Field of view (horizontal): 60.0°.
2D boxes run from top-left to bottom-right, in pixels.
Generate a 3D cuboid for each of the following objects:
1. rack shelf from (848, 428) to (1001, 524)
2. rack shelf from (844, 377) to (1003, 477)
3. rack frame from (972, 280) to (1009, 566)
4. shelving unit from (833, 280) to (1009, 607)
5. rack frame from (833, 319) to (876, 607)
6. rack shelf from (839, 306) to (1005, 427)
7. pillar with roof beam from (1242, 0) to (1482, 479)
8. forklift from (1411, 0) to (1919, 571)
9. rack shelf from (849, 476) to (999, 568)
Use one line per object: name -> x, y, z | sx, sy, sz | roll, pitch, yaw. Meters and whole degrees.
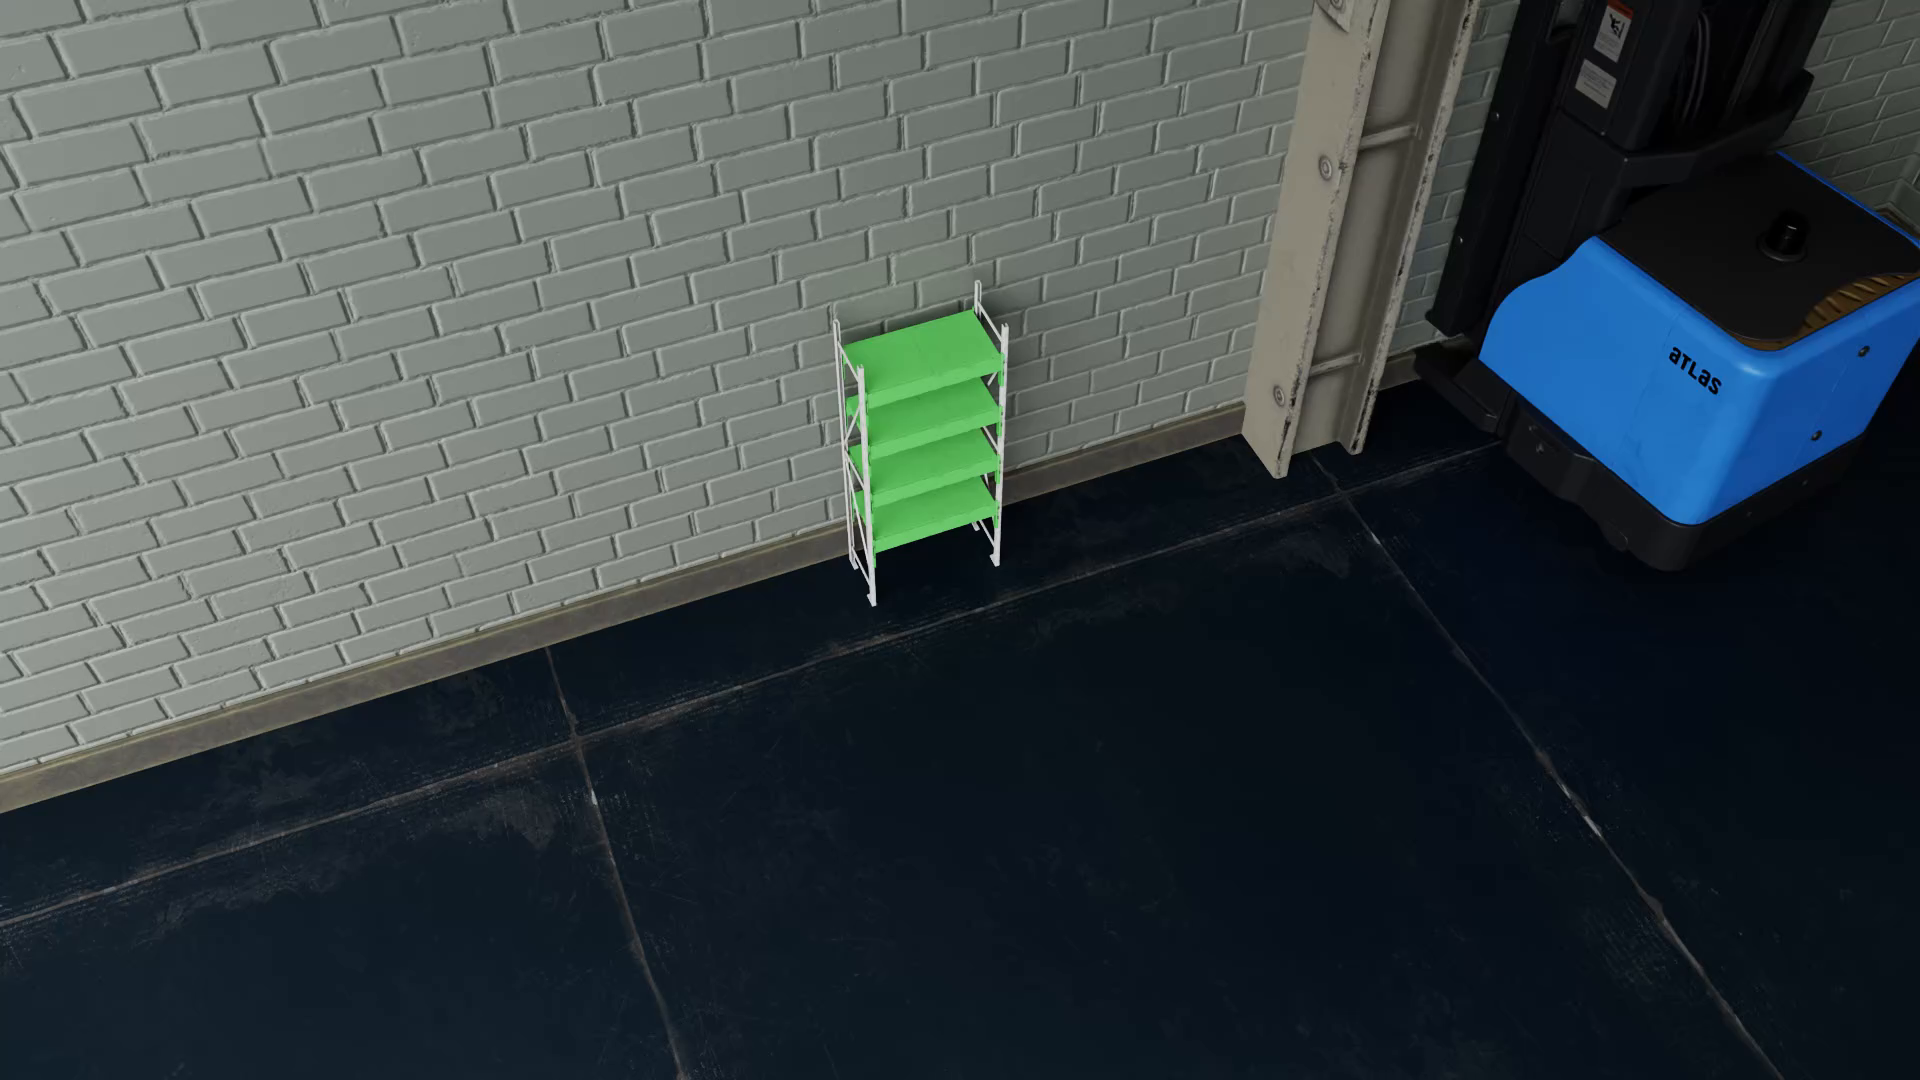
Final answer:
rack shelf -> -0.129, -0.260, 5.763 | 0.480, 0.148, 0.258 | -18, 53, -15
rack shelf -> -0.127, -0.413, 5.578 | 0.480, 0.148, 0.258 | -18, 53, -15
rack frame -> 0.097, -0.372, 5.775 | 0.015, 1.200, 0.240 | -18, 53, -15
shelving unit -> -0.128, -0.301, 5.714 | 0.503, 1.200, 0.258 | -18, 53, -15
rack frame -> -0.353, -0.229, 5.652 | 0.015, 1.200, 0.240 | -18, 53, -15
rack shelf -> -0.125, -0.566, 5.394 | 0.480, 0.148, 0.258 | -18, 53, -15
pillar with roof beam -> 2.976, -0.309, 0.584 | 0.400, 9.000, 9.100 | -17, 52, -14
forklift -> 2.207, -1.951, 5.994 | 1.130, 2.935, 3.031 | -25, 54, -20
rack shelf -> -0.130, -0.107, 5.948 | 0.480, 0.148, 0.258 | -18, 53, -15
